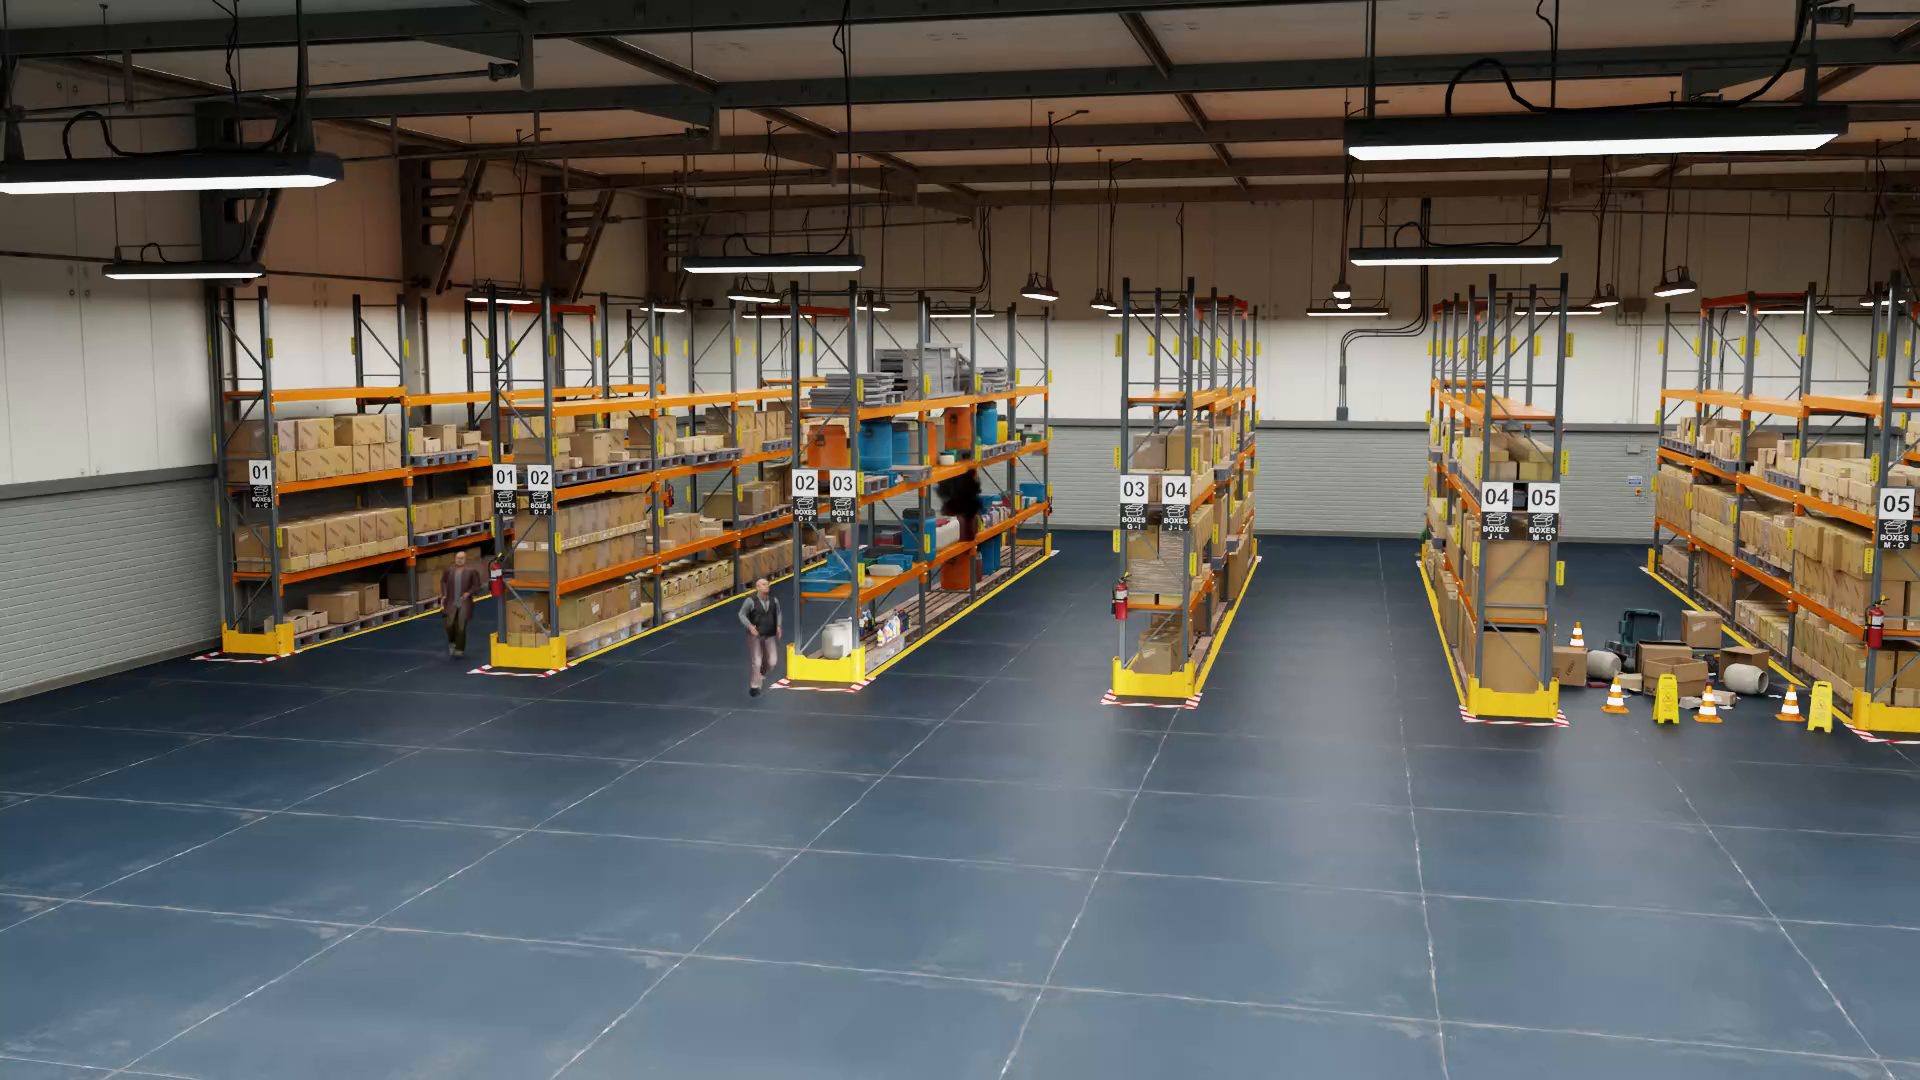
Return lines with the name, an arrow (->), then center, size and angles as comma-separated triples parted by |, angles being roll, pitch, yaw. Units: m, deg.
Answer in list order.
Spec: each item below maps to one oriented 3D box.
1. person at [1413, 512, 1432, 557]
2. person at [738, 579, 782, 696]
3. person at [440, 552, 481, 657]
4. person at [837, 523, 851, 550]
person -> 11.282, -0.389, 39.625 | 0.838, 1.686, 0.843 | 1, 7, 11
person -> -2.843, 1.411, 24.096 | 0.688, 1.689, 0.507 | -3, 7, -25
person -> -8.109, 1.051, 26.941 | 0.681, 1.727, 0.645 | -1, 7, -6
person -> -2.467, -0.198, 35.613 | 0.594, 1.705, 0.873 | 1, 7, 5
